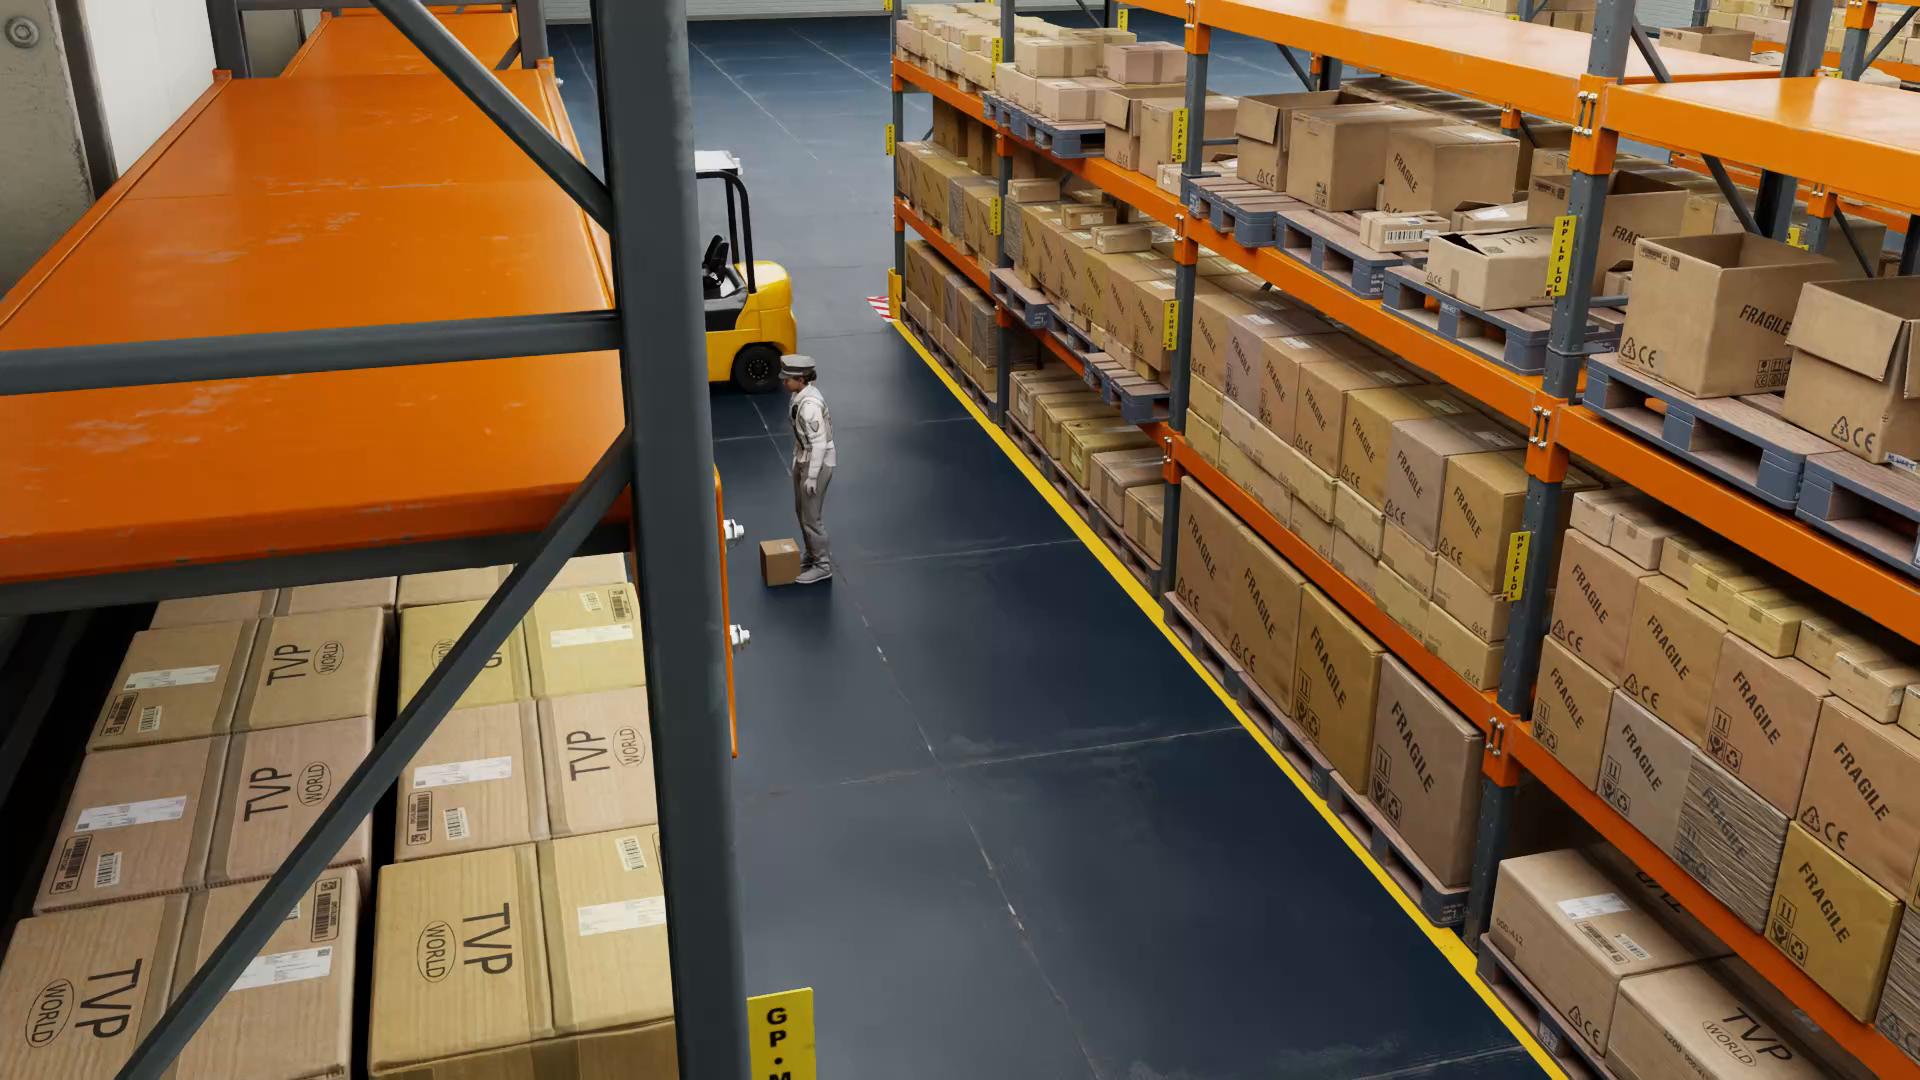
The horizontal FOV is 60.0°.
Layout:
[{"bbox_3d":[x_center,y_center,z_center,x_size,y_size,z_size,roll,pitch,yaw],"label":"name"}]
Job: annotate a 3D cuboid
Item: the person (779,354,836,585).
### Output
[{"bbox_3d":[-1.078,-0.517,11.848,0.378,1.663,0.532,-6,24,-15],"label":"person"}]
